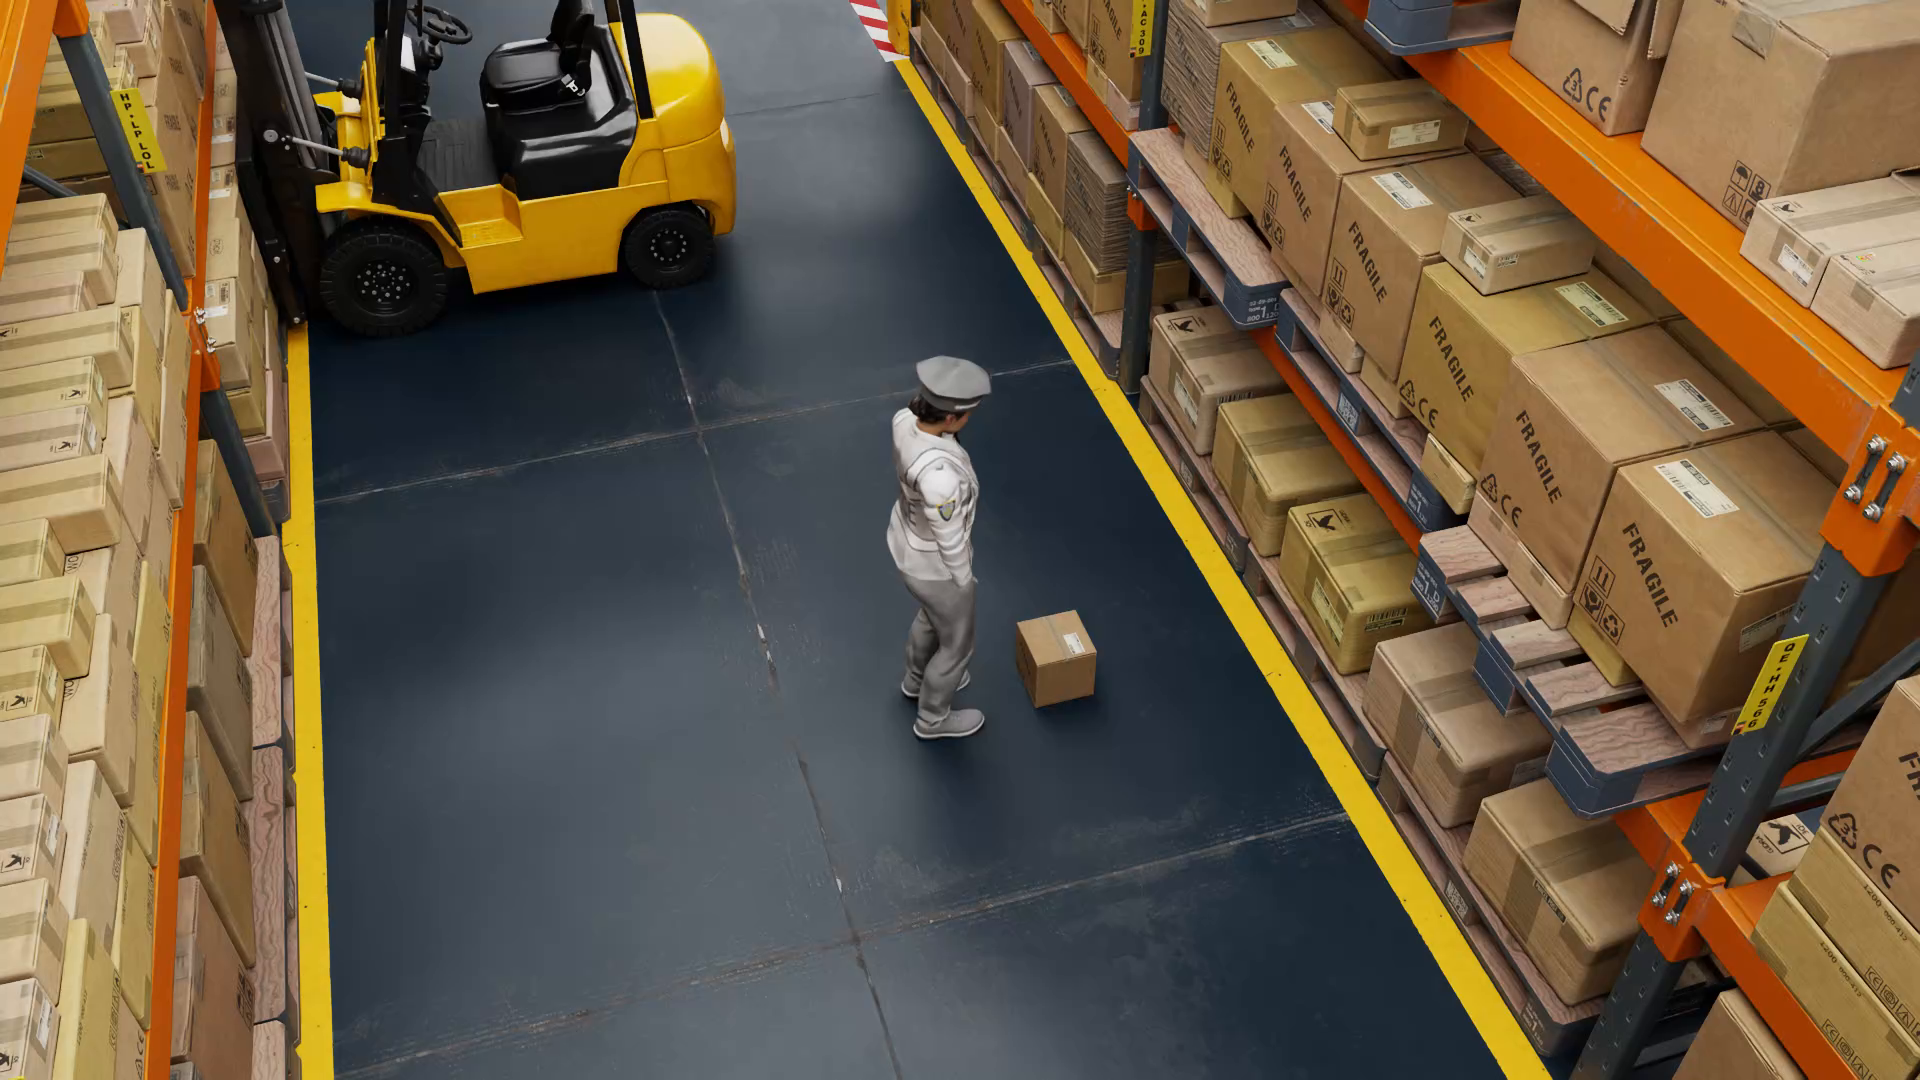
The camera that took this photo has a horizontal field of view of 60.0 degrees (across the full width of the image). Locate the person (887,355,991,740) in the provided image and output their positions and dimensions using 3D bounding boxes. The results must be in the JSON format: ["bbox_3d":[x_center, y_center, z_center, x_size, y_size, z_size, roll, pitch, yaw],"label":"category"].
[{"bbox_3d":[-0.080,0.046,6.125,0.366,1.654,0.482,-11,44,-12],"label":"person"}]
